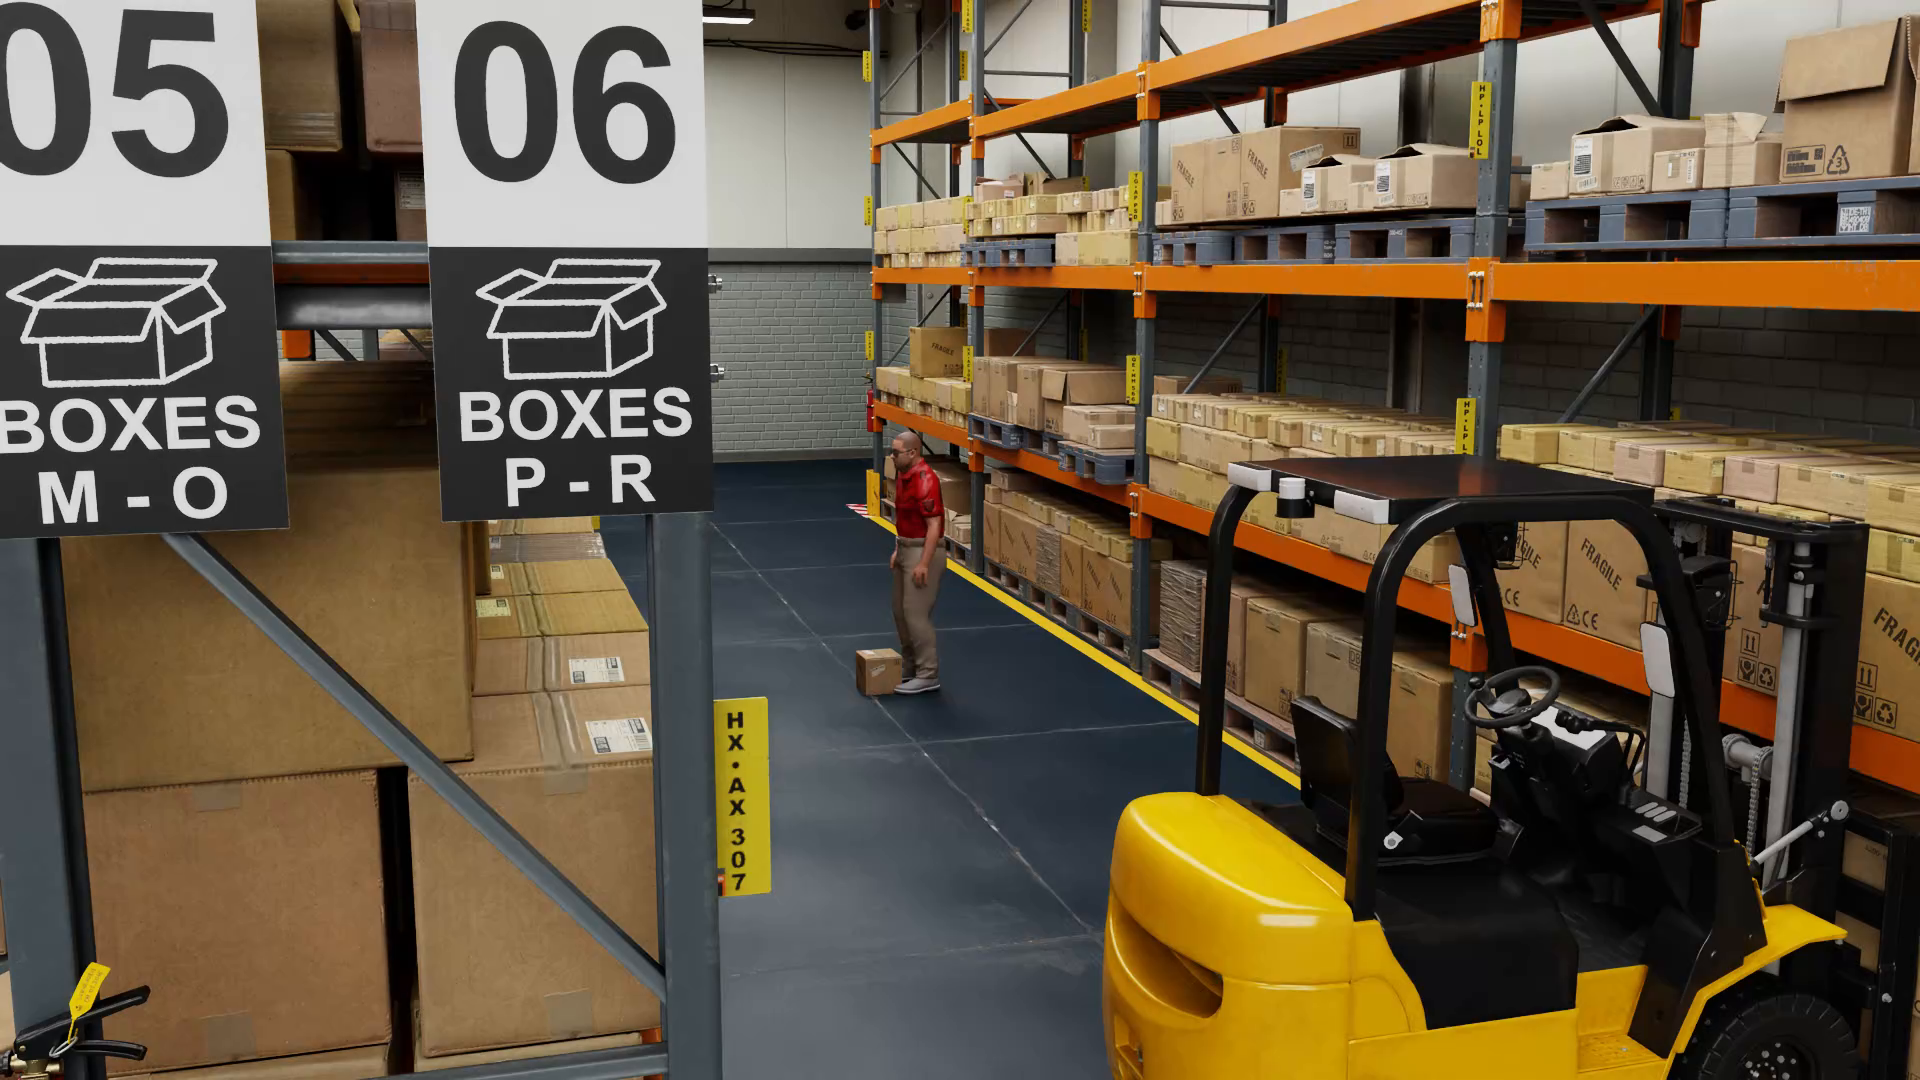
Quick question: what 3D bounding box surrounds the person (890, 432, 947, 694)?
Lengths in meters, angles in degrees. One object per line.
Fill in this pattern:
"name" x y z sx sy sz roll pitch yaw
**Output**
"person" -0.300 0.137 11.062 0.385 1.728 0.605 -3 10 -19
